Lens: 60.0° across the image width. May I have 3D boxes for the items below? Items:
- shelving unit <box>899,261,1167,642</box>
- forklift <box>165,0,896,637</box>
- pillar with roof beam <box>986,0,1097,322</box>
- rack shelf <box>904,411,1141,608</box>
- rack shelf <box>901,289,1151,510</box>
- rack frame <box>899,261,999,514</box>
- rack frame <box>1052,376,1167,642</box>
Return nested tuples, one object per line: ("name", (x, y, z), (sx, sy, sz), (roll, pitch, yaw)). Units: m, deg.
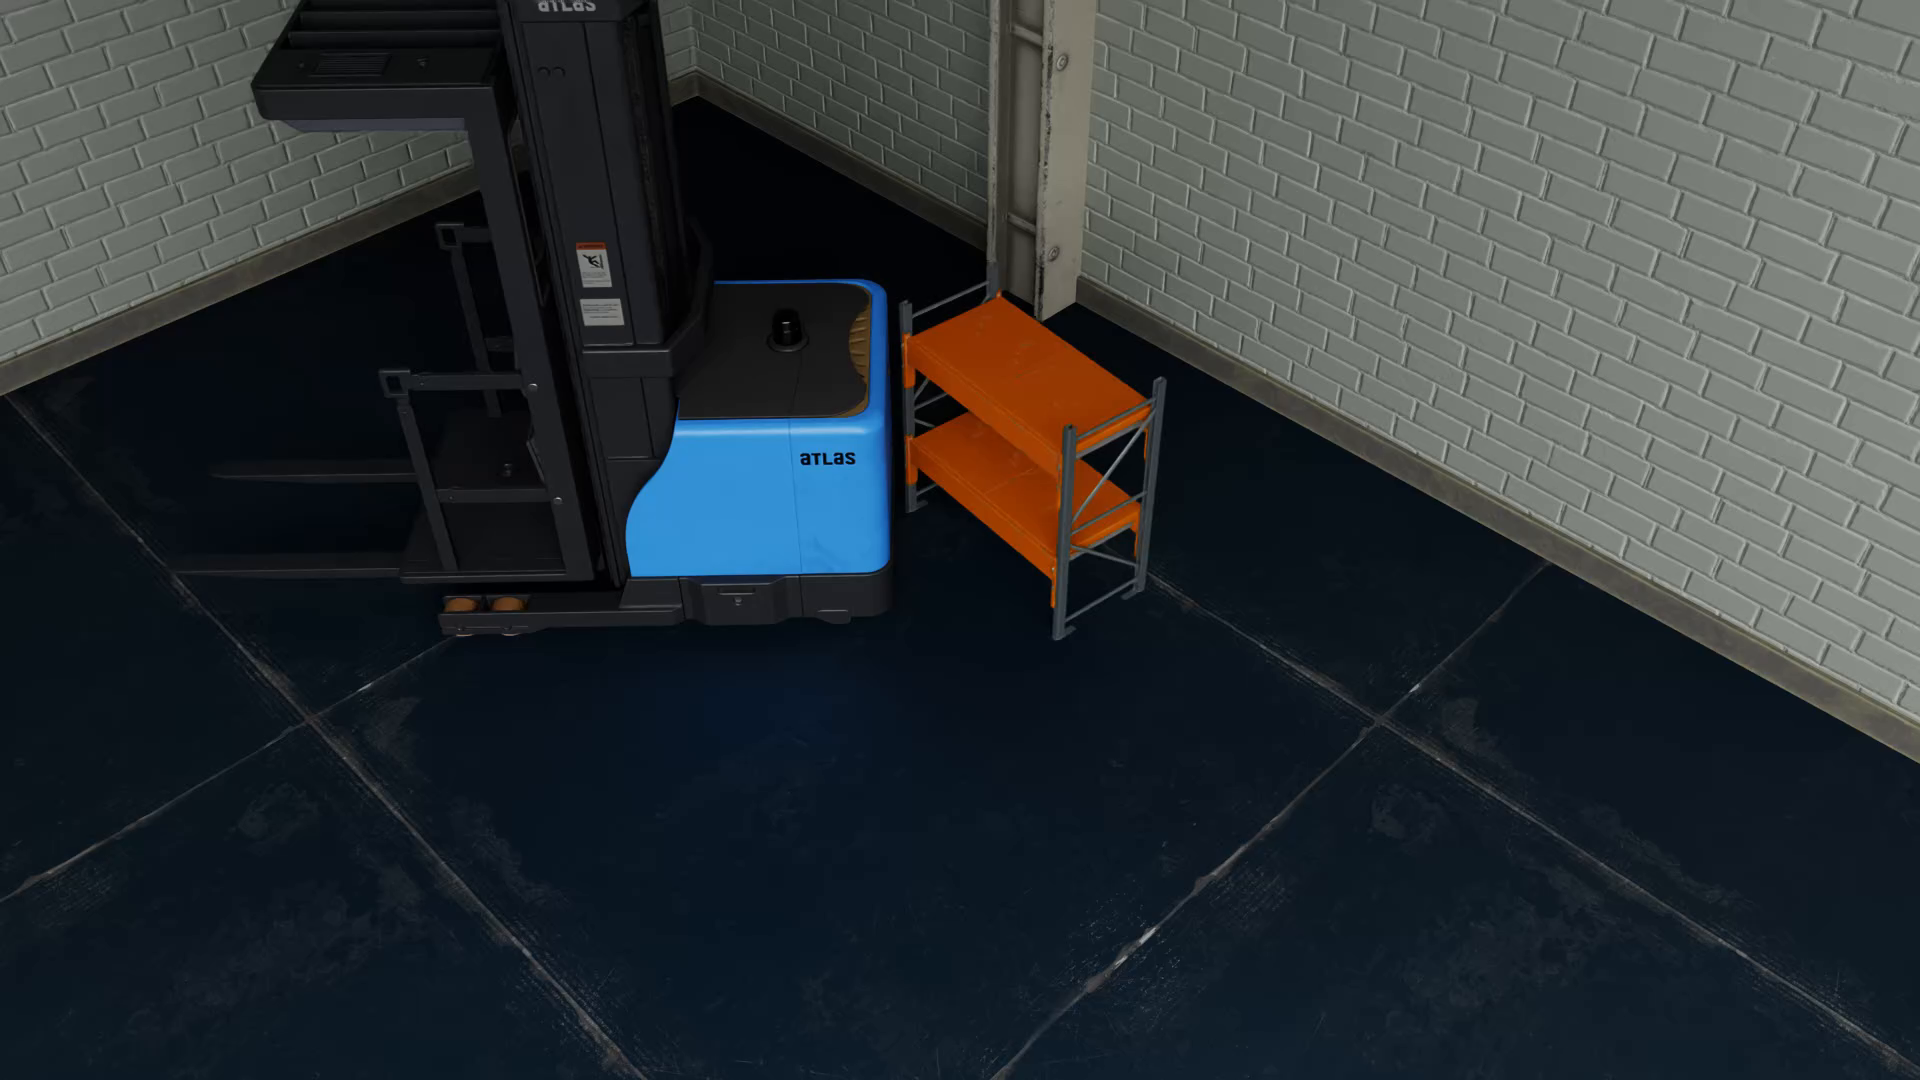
("shelving unit", (0.273, -0.375, 6.944), (0.538, 1.125, 1.048), (-28, 50, -27))
("forklift", (-1.798, -1.039, 6.332), (3.031, 2.935, 1.130), (-1, 43, -1))
("pillar with roof beam", (-2.667, -2.531, 3.476), (9.100, 9.000, 0.400), (-34, 53, -31))
("rack shelf", (0.273, -0.195, 7.110), (0.538, 0.278, 1.000), (-28, 50, -27))
("rack shelf", (0.273, -0.590, 6.745), (0.538, 0.278, 1.000), (-28, 50, -27))
("rack frame", (-0.042, -0.645, 7.237), (0.500, 1.125, 0.032), (-28, 50, -27))
("rack frame", (0.588, -0.104, 6.651), (0.500, 1.125, 0.032), (-28, 50, -27))
